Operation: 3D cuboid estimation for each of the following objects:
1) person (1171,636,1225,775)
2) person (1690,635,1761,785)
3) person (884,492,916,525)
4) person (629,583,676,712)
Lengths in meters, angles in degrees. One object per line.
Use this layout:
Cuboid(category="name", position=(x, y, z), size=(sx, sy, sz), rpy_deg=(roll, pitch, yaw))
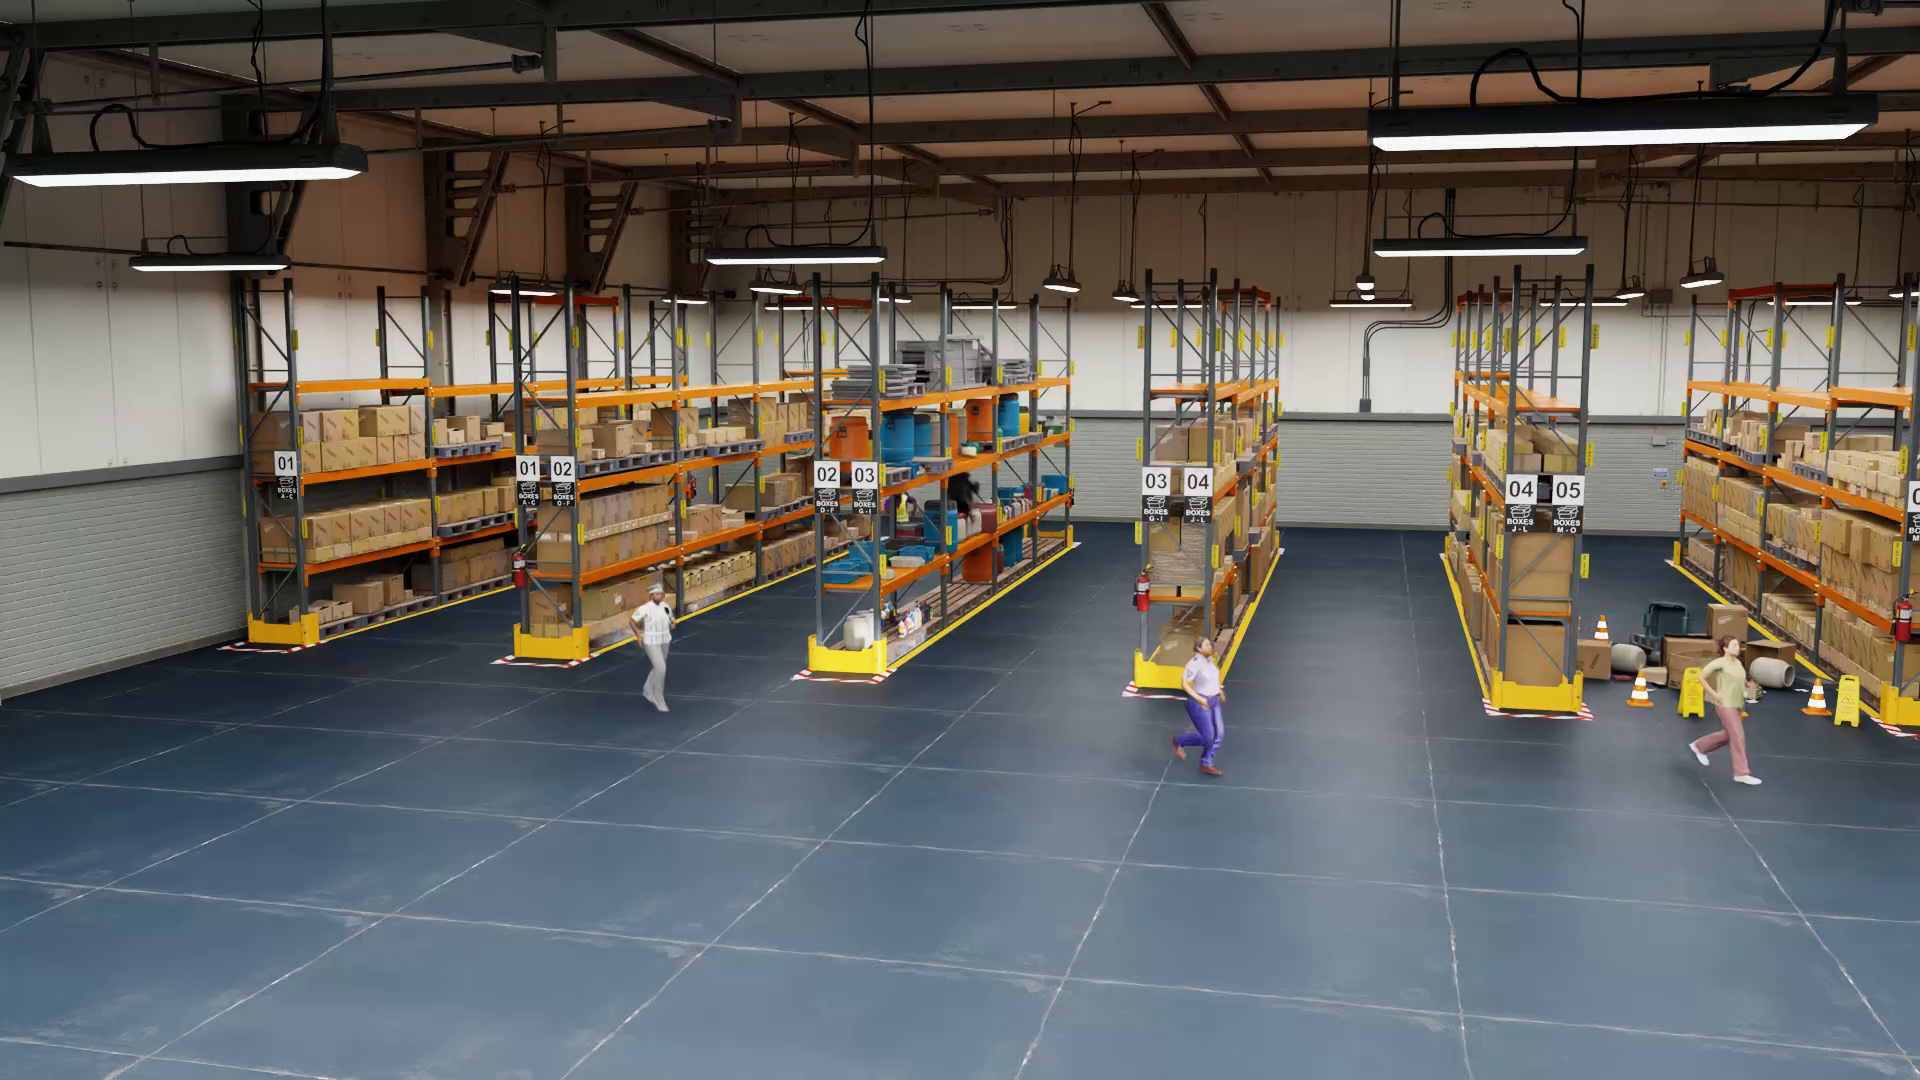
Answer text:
Cuboid(category="person", position=(2.788, 1.908, 19.323), size=(0.607, 1.608, 0.608), rpy_deg=(5, 9, 38))
Cuboid(category="person", position=(8.758, 1.900, 18.987), size=(0.585, 1.637, 0.939), rpy_deg=(-4, 8, -32))
Cuboid(category="person", position=(-1.385, -0.423, 38.097), size=(0.674, 1.677, 0.837), rpy_deg=(2, 7, 13))
Cuboid(category="person", position=(-4.140, 1.456, 22.686), size=(0.760, 1.760, 0.548), rpy_deg=(6, 9, 40))
